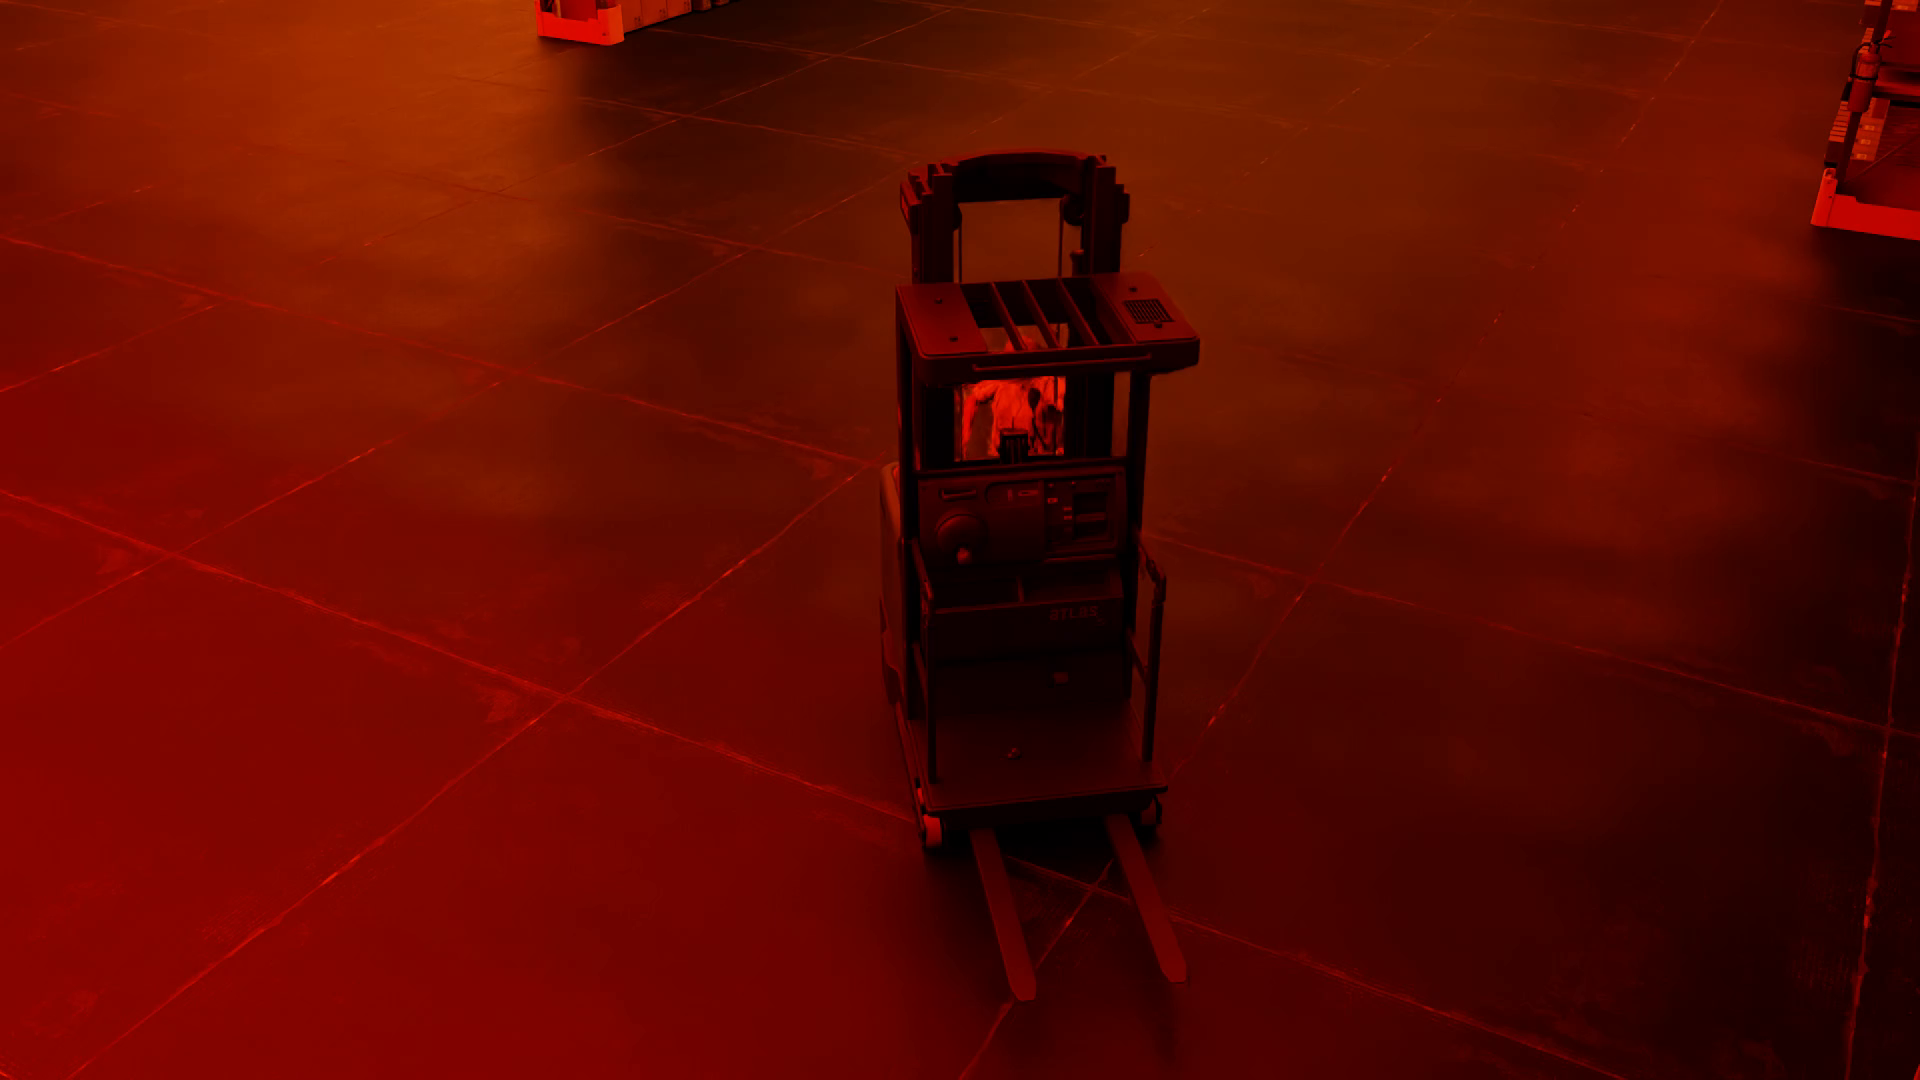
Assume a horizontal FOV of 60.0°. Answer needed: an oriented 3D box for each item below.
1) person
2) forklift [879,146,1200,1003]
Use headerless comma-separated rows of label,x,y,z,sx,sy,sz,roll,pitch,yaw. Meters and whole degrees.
person,0.348,-0.430,9.281,1.279,1.461,0.798,17,34,27
forklift,0.318,-0.057,7.169,1.130,2.935,3.031,-5,30,-8
